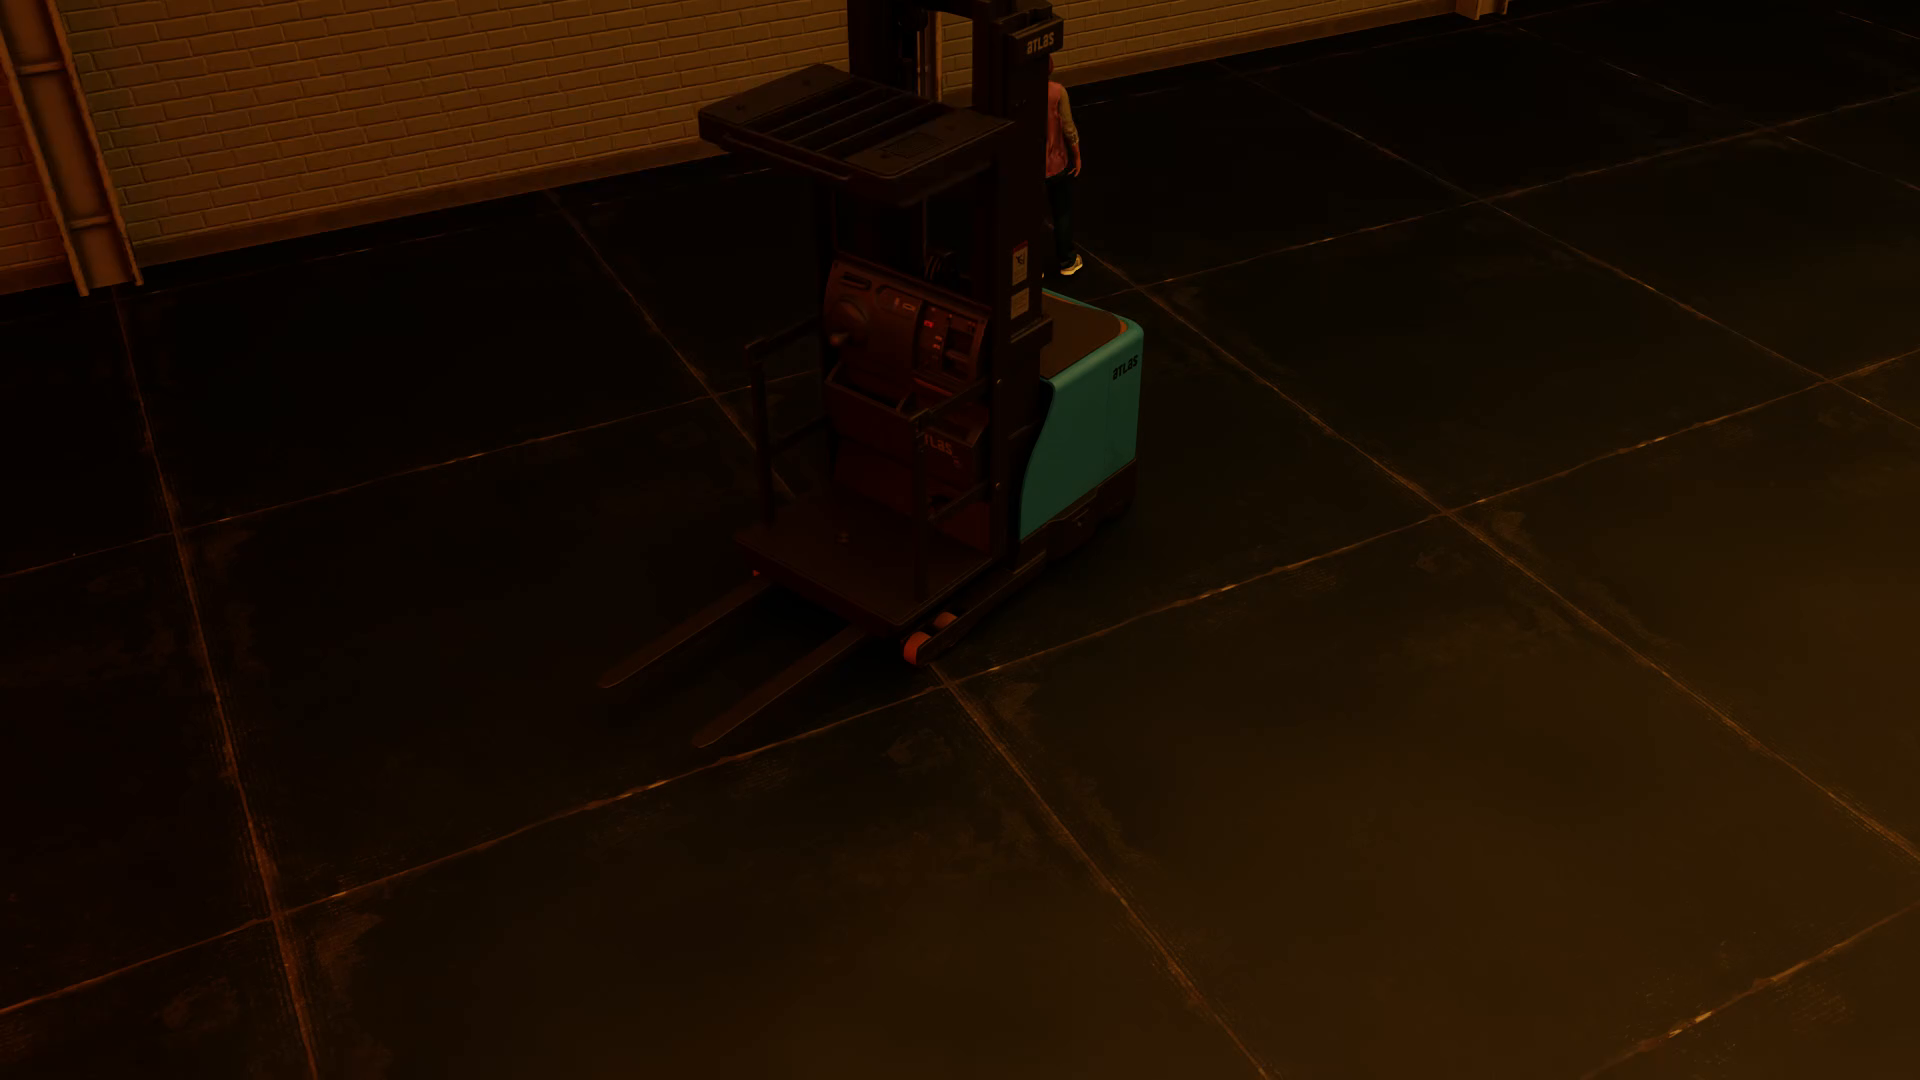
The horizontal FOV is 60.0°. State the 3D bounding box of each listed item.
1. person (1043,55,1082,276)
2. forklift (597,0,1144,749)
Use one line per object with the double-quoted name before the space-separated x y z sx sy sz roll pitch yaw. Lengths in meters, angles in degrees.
"person" 0.543 -2.444 10.723 0.520 1.597 0.475 7 36 9
"forklift" -0.390 -0.927 7.434 1.130 2.935 3.031 26 43 31
